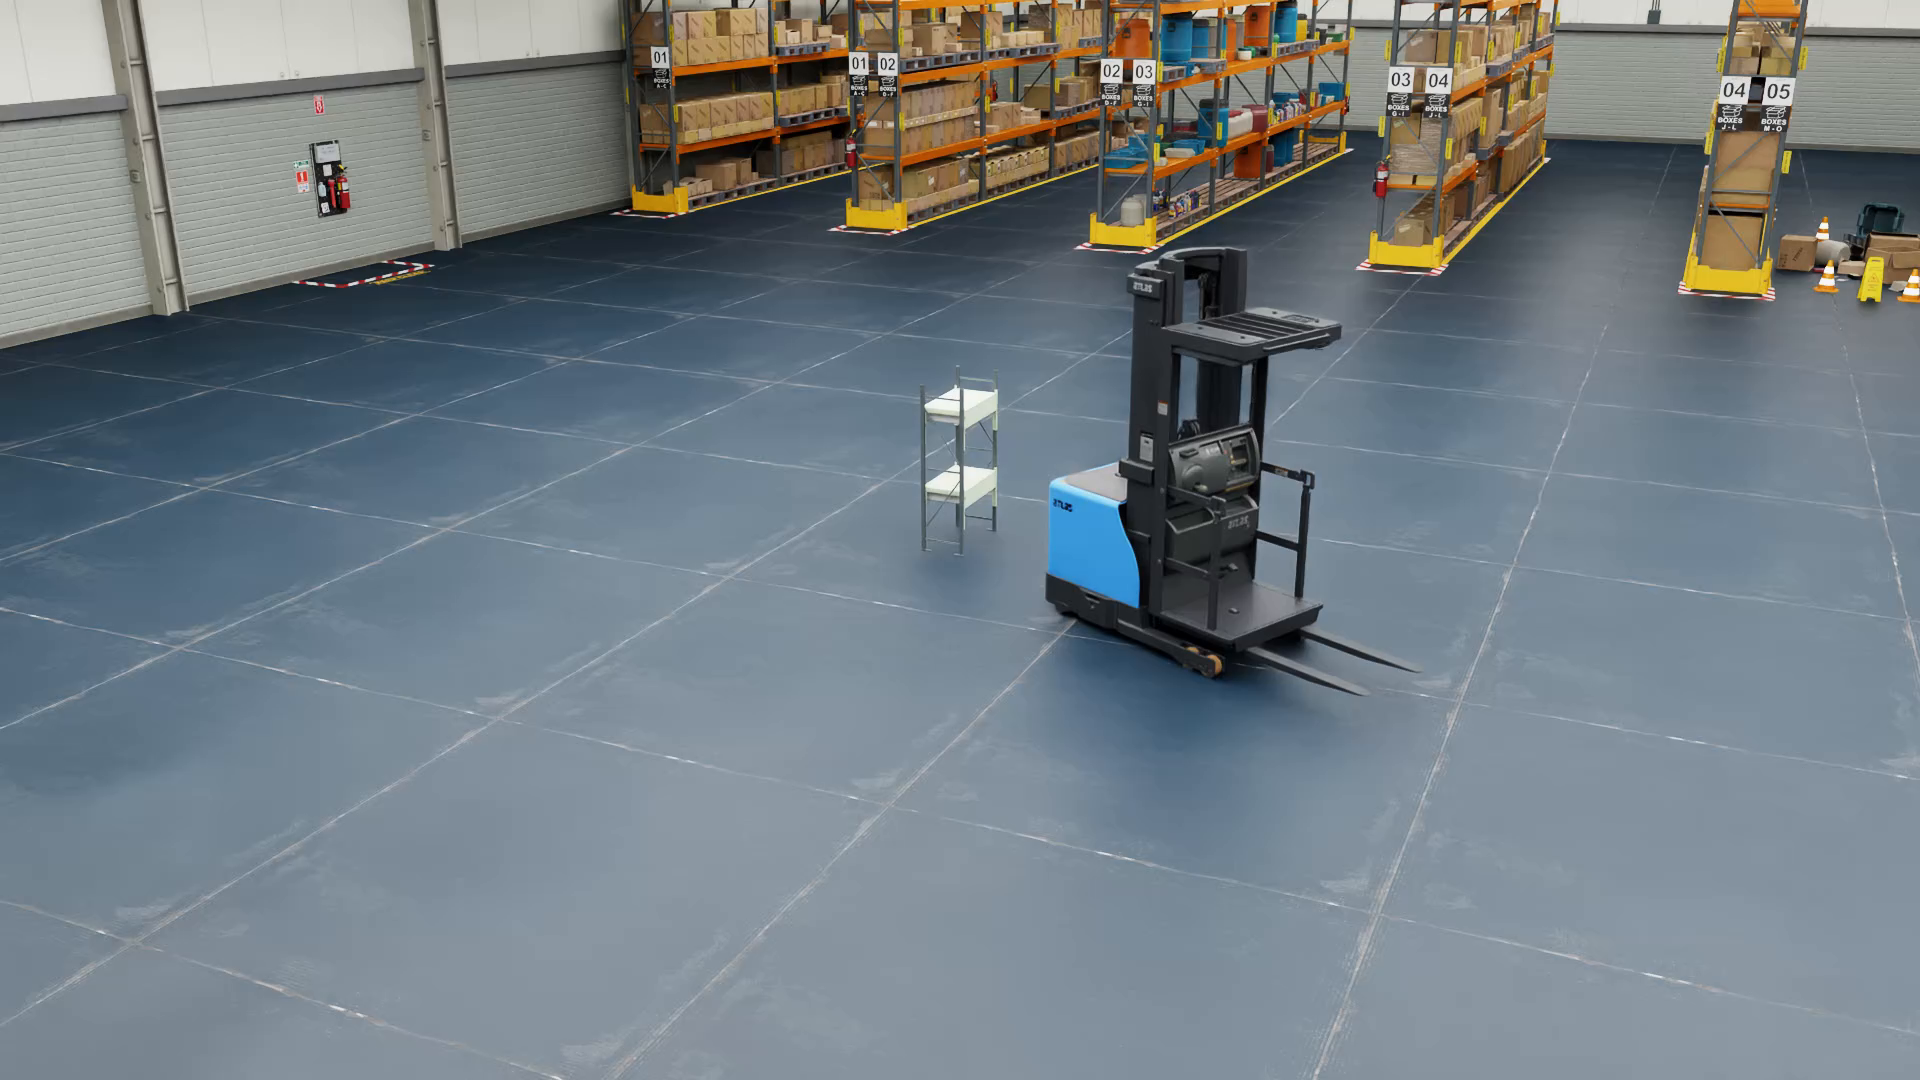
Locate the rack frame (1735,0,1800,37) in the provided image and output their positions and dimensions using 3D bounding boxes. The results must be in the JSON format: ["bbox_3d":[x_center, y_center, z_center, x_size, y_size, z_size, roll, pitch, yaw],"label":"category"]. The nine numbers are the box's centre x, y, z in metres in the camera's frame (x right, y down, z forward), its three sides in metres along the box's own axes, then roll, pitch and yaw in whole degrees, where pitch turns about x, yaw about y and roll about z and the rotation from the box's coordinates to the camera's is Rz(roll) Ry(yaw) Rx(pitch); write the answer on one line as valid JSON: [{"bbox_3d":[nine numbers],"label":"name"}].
[{"bbox_3d":[13.577,-9.375,27.853,1.000,3.000,0.127,9,21,23],"label":"rack frame"}]

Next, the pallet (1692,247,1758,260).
[{"bbox_3d":[12.696,-4.638,27.650,1.003,0.211,1.213,9,21,23],"label":"pallet"}]

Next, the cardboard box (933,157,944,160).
[{"bbox_3d":[-0.616,-7.623,34.238,0.500,0.500,0.500,9,21,23],"label":"cardboard box"}]

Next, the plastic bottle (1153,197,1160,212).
[{"bbox_3d":[3.760,-6.473,32.056,0.152,0.276,0.135,9,21,23],"label":"plastic bottle"}]

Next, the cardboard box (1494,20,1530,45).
[{"bbox_3d":[12.141,-11.185,36.643,0.700,0.500,0.500,9,22,24],"label":"cardboard box"}]

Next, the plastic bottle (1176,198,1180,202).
[{"bbox_3d":[4.196,-6.438,31.946,0.061,0.283,0.133,9,21,23],"label":"plastic bottle"}]

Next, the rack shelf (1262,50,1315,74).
[{"bbox_3d":[7.032,-10.848,37.545,1.077,0.370,4.000,9,21,23],"label":"rack shelf"}]

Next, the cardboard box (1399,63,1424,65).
[{"bbox_3d":[7.510,-7.857,27.691,0.380,0.149,0.250,8,21,20],"label":"cardboard box"}]

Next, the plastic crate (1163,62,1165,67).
[{"bbox_3d":[3.680,-8.808,31.052,0.336,0.188,0.450,9,21,23],"label":"plastic crate"}]

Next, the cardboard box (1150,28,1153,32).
[{"bbox_3d":[4.787,-13.287,43.553,0.500,0.250,0.500,9,21,23],"label":"cardboard box"}]

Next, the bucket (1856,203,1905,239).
[{"bbox_3d":[15.625,-5.364,28.146,0.726,0.611,0.620,18,16,41],"label":"bucket"}]

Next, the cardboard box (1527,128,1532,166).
[{"bbox_3d":[12.713,-9.093,38.558,0.875,0.875,0.875,9,21,23],"label":"cardboard box"}]

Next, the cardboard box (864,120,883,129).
[{"bbox_3d":[-1.598,-7.893,31.522,0.380,0.149,0.250,8,21,22],"label":"cardboard box"}]

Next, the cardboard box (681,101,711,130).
[{"bbox_3d":[-5.420,-8.622,33.765,0.500,0.500,0.500,9,21,23],"label":"cardboard box"}]

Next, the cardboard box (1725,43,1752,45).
[{"bbox_3d":[12.080,-7.625,25.817,0.380,0.149,0.250,9,21,24],"label":"cardboard box"}]

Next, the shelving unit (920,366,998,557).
[{"bbox_3d":[-0.003,-0.705,14.665,0.431,1.500,0.755,9,21,23],"label":"shelving unit"}]

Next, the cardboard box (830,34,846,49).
[{"bbox_3d":[-2.874,-11.645,38.816,0.500,0.311,0.500,9,21,23],"label":"cardboard box"}]

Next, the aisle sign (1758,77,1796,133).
[{"bbox_3d":[12.184,-6.488,24.808,0.394,0.787,0.004,9,21,23],"label":"aisle sign"}]

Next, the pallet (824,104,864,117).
[{"bbox_3d":[-3.020,-10.199,39.409,1.213,0.211,1.003,9,21,23],"label":"pallet"}]

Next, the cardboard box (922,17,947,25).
[{"bbox_3d":[-0.664,-13.507,43.397,0.500,0.250,0.500,8,21,23],"label":"cardboard box"}]

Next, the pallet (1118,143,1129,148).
[{"bbox_3d":[4.113,-10.336,43.670,1.003,0.211,1.213,9,21,23],"label":"pallet"}]

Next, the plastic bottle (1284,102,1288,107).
[{"bbox_3d":[7.566,-9.999,38.635,0.144,0.351,0.185,9,21,23],"label":"plastic bottle"}]

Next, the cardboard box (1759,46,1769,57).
[{"bbox_3d":[13.610,-8.090,27.722,0.500,0.250,0.500,8,21,22],"label":"cardboard box"}]

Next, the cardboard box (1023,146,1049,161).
[{"bbox_3d":[1.705,-8.816,37.874,0.500,0.311,0.500,9,22,24],"label":"cardboard box"}]

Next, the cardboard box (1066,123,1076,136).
[{"bbox_3d":[2.503,-10.028,40.599,0.500,0.250,0.500,9,21,23],"label":"cardboard box"}]

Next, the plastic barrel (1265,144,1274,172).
[{"bbox_3d":[6.860,-8.721,37.940,0.600,0.588,0.708,9,21,23],"label":"plastic barrel"}]

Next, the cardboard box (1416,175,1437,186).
[{"bbox_3d":[7.790,-5.973,27.616,0.380,0.149,0.250,9,21,23],"label":"cardboard box"}]

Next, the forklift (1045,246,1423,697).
[{"bbox_3d":[2.024,-0.570,12.150,1.130,2.935,3.031,-16,25,-38],"label":"forklift"}]

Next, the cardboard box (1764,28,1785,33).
[{"bbox_3d":[15.843,-9.836,32.334,0.396,0.266,0.258,9,21,23],"label":"cardboard box"}]

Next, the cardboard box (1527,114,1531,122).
[{"bbox_3d":[12.794,-9.632,37.904,0.380,0.149,0.250,9,21,23],"label":"cardboard box"}]

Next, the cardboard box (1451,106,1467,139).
[{"bbox_3d":[8.344,-7.131,28.412,0.500,0.500,0.500,9,21,23],"label":"cardboard box"}]

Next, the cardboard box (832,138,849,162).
[{"bbox_3d":[-3.073,-9.324,39.737,0.700,0.500,0.500,9,21,23],"label":"cardboard box"}]

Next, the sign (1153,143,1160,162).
[{"bbox_3d":[3.437,-6.770,29.069,0.100,0.325,0.005,9,21,23],"label":"sign"}]

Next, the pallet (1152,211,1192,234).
[{"bbox_3d":[3.763,-6.052,31.623,1.003,0.211,1.213,9,21,23],"label":"pallet"}]

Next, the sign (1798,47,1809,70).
[{"bbox_3d":[12.443,-7.110,24.538,0.100,0.325,0.005,9,21,23],"label":"sign"}]

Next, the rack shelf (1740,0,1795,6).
[{"bbox_3d":[14.396,-9.459,29.760,1.077,0.370,4.000,9,21,23],"label":"rack shelf"}]

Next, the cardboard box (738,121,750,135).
[{"bbox_3d":[-4.785,-8.744,35.227,0.500,0.250,0.500,8,21,22],"label":"cardboard box"}]

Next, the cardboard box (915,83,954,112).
[{"bbox_3d":[-0.530,-8.834,33.201,0.700,0.500,0.500,9,21,23],"label":"cardboard box"}]

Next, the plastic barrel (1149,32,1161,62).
[{"bbox_3d":[3.288,-8.782,29.756,0.600,0.588,0.600,0,20,0],"label":"plastic barrel"}]

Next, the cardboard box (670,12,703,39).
[{"bbox_3d":[-5.471,-10.248,33.113,0.500,0.500,0.500,8,21,22],"label":"cardboard box"}]

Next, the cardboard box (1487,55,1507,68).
[{"bbox_3d":[10.361,-9.340,32.454,0.500,0.250,0.500,9,22,24],"label":"cardboard box"}]

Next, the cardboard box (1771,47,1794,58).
[{"bbox_3d":[12.366,-7.299,24.903,0.380,0.149,0.250,9,21,23],"label":"cardboard box"}]

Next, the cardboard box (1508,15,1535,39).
[{"bbox_3d":[12.859,-11.822,38.285,0.700,0.500,0.500,10,22,25],"label":"cardboard box"}]

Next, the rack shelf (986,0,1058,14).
[{"bbox_3d":[0.876,-11.531,35.586,1.077,0.370,4.000,9,21,23],"label":"rack shelf"}]

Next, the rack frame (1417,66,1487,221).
[{"bbox_3d":[9.093,-7.260,30.859,1.000,3.000,0.127,9,21,23],"label":"rack frame"}]

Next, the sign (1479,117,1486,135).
[{"bbox_3d":[9.591,-7.596,30.511,0.100,0.325,0.005,9,21,23],"label":"sign"}]

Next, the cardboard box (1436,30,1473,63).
[{"bbox_3d":[8.310,-8.290,27.940,0.500,0.500,0.500,8,21,22],"label":"cardboard box"}]

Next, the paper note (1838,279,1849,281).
[{"bbox_3d":[14.113,-4.159,26.575,0.144,0.017,0.142,18,26,41],"label":"paper note"}]

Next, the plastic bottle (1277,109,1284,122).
[{"bbox_3d":[7.253,-9.616,37.668,0.152,0.276,0.135,9,21,23],"label":"plastic bottle"}]

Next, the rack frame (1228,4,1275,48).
[{"bbox_3d":[6.213,-11.989,35.203,1.000,3.000,0.127,9,21,23],"label":"rack frame"}]

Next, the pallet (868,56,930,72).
[{"bbox_3d":[-1.268,-8.982,31.356,1.003,0.211,1.213,9,21,23],"label":"pallet"}]

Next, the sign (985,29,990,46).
[{"bbox_3d":[0.564,-10.239,33.869,0.100,0.325,0.005,9,21,23],"label":"sign"}]

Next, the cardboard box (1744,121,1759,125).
[{"bbox_3d":[12.621,-6.346,26.455,0.875,0.550,0.550,9,21,23],"label":"cardboard box"}]

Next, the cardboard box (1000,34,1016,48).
[{"bbox_3d":[0.896,-10.737,35.756,0.500,0.250,0.500,7,21,18],"label":"cardboard box"}]
